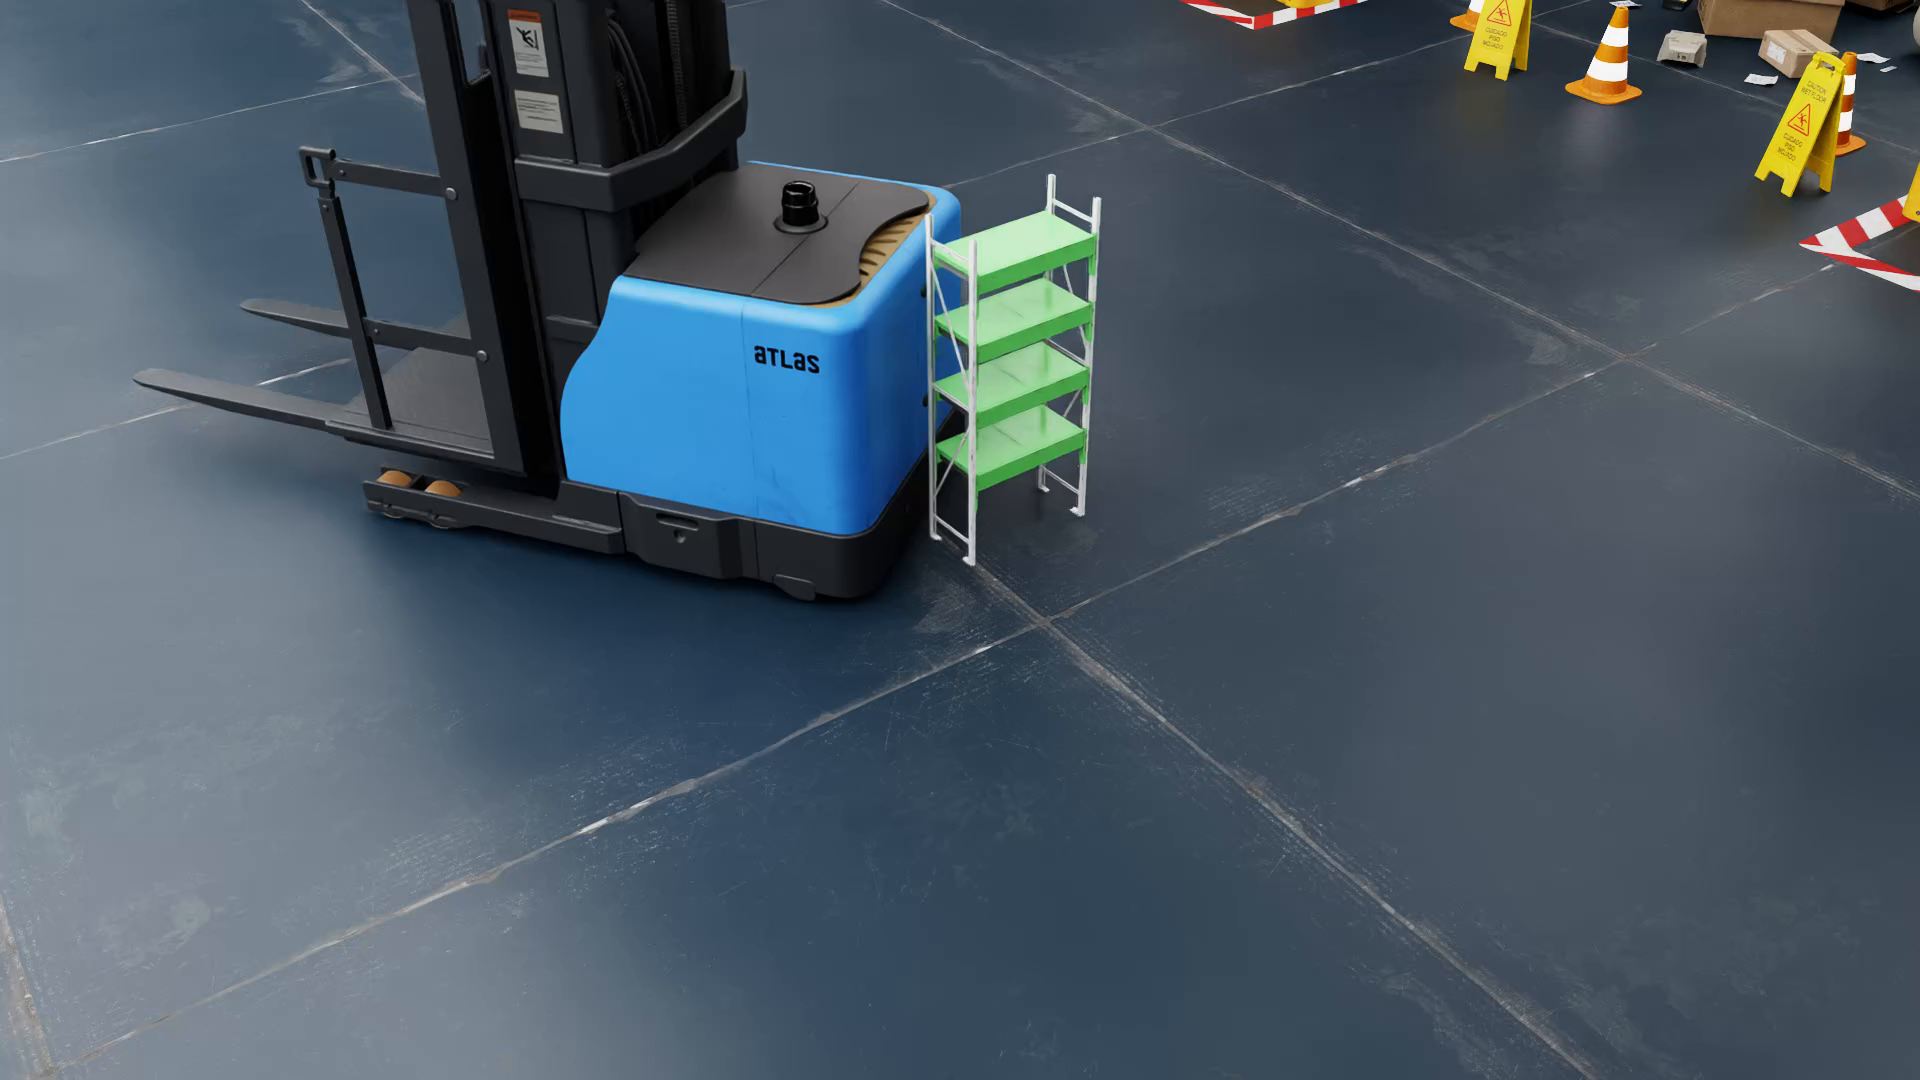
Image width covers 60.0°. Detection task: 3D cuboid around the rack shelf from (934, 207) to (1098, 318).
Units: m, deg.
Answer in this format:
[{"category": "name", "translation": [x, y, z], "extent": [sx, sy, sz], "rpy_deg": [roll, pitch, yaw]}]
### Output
[{"category": "rack shelf", "translation": [0.167, -0.878, 5.231], "extent": [0.480, 0.148, 0.258], "rpy_deg": [-24, 42, -30]}]

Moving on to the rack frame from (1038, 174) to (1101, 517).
[{"category": "rack frame", "translation": [0.361, -0.627, 5.594], "extent": [0.015, 1.200, 0.240], "rpy_deg": [-24, 42, -30]}]

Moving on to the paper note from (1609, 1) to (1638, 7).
[{"category": "paper note", "translation": [4.159, -3.349, 10.381], "extent": [0.142, 0.017, 0.144], "rpy_deg": [-9, 37, -12]}]

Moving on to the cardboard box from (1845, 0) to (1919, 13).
[{"category": "cardboard box", "translation": [5.604, -3.682, 10.323], "extent": [0.503, 0.637, 0.797], "rpy_deg": [-22, 41, -28]}]

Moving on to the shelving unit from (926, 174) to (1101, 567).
[{"category": "shelving unit", "translation": [0.167, -0.540, 5.474], "extent": [0.503, 1.200, 0.258], "rpy_deg": [-24, 42, -30]}]

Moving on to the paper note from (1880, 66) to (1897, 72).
[{"category": "paper note", "translation": [5.289, -2.683, 9.472], "extent": [0.123, 0.001, 0.032], "rpy_deg": [-22, 41, -28]}]

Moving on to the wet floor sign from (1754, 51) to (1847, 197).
[{"category": "wet floor sign", "translation": [4.096, -2.014, 7.998], "extent": [0.232, 0.644, 0.267], "rpy_deg": [-9, 37, -12]}]

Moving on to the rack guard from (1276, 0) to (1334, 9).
[{"category": "rack guard", "translation": [1.914, -3.829, 10.645], "extent": [0.348, 0.500, 1.175], "rpy_deg": [-22, 41, -28]}]

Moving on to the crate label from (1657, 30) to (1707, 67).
[{"category": "crate label", "translation": [4.165, -2.831, 9.569], "extent": [0.250, 0.136, 0.298], "rpy_deg": [15, 38, 20]}]

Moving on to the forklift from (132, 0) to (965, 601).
[{"category": "forklift", "translation": [-1.556, -1.506, 5.334], "extent": [3.031, 2.935, 1.130], "rpy_deg": [11, 37, 15]}]

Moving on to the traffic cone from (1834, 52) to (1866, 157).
[{"category": "traffic cone", "translation": [4.476, -2.254, 8.487], "extent": [0.334, 0.463, 0.336], "rpy_deg": [-22, 41, -28]}]

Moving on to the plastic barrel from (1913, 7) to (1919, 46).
[{"category": "plastic barrel", "translation": [5.684, -2.895, 9.412], "extent": [0.421, 0.421, 0.512], "rpy_deg": [3, 36, 4]}]

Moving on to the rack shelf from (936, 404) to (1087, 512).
[{"category": "rack shelf", "translation": [0.167, -0.294, 5.651], "extent": [0.480, 0.148, 0.258], "rpy_deg": [-24, 42, -30]}]

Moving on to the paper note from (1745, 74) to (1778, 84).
[{"category": "paper note", "translation": [4.493, -2.586, 9.319], "extent": [0.148, 0.019, 0.142], "rpy_deg": [22, 41, 28]}]

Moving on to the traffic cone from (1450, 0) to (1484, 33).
[{"category": "traffic cone", "translation": [3.185, -3.323, 9.974], "extent": [0.334, 0.463, 0.336], "rpy_deg": [-22, 41, -28]}]

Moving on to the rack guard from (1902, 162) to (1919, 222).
[{"category": "rack guard", "translation": [4.930, -1.534, 7.455], "extent": [0.348, 0.500, 1.175], "rpy_deg": [-22, 41, -28]}]

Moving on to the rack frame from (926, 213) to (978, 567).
[{"category": "rack frame", "translation": [-0.026, -0.454, 5.353], "extent": [0.015, 1.200, 0.240], "rpy_deg": [-24, 42, -30]}]

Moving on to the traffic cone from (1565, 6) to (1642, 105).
[{"category": "traffic cone", "translation": [3.558, -2.669, 9.065], "extent": [0.334, 0.463, 0.336], "rpy_deg": [-22, 41, -28]}]

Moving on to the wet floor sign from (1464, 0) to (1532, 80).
[{"category": "wet floor sign", "translation": [3.050, -2.941, 9.287], "extent": [0.267, 0.644, 0.232], "rpy_deg": [30, 45, 35]}]

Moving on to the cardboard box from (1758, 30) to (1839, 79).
[{"category": "cardboard box", "translation": [4.775, -2.771, 9.475], "extent": [0.250, 0.149, 0.380], "rpy_deg": [-3, 36, -4]}]

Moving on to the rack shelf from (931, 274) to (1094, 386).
[{"category": "rack shelf", "translation": [0.167, -0.683, 5.371], "extent": [0.480, 0.148, 0.258], "rpy_deg": [-24, 42, -30]}]

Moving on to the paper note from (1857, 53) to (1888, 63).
[{"category": "paper note", "translation": [5.274, -2.795, 9.620], "extent": [0.142, 0.019, 0.148], "rpy_deg": [-9, 37, -12]}]

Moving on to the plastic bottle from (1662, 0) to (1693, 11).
[{"category": "plastic bottle", "translation": [4.505, -3.387, 10.407], "extent": [0.133, 0.061, 0.283], "rpy_deg": [22, 41, 28]}]

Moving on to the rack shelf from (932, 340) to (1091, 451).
[{"category": "rack shelf", "translation": [0.167, -0.489, 5.511], "extent": [0.480, 0.148, 0.258], "rpy_deg": [-24, 42, -30]}]

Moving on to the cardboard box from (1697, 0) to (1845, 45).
[{"category": "cardboard box", "translation": [4.845, -3.309, 9.920], "extent": [0.797, 0.503, 0.637], "rpy_deg": [9, 37, 12]}]
